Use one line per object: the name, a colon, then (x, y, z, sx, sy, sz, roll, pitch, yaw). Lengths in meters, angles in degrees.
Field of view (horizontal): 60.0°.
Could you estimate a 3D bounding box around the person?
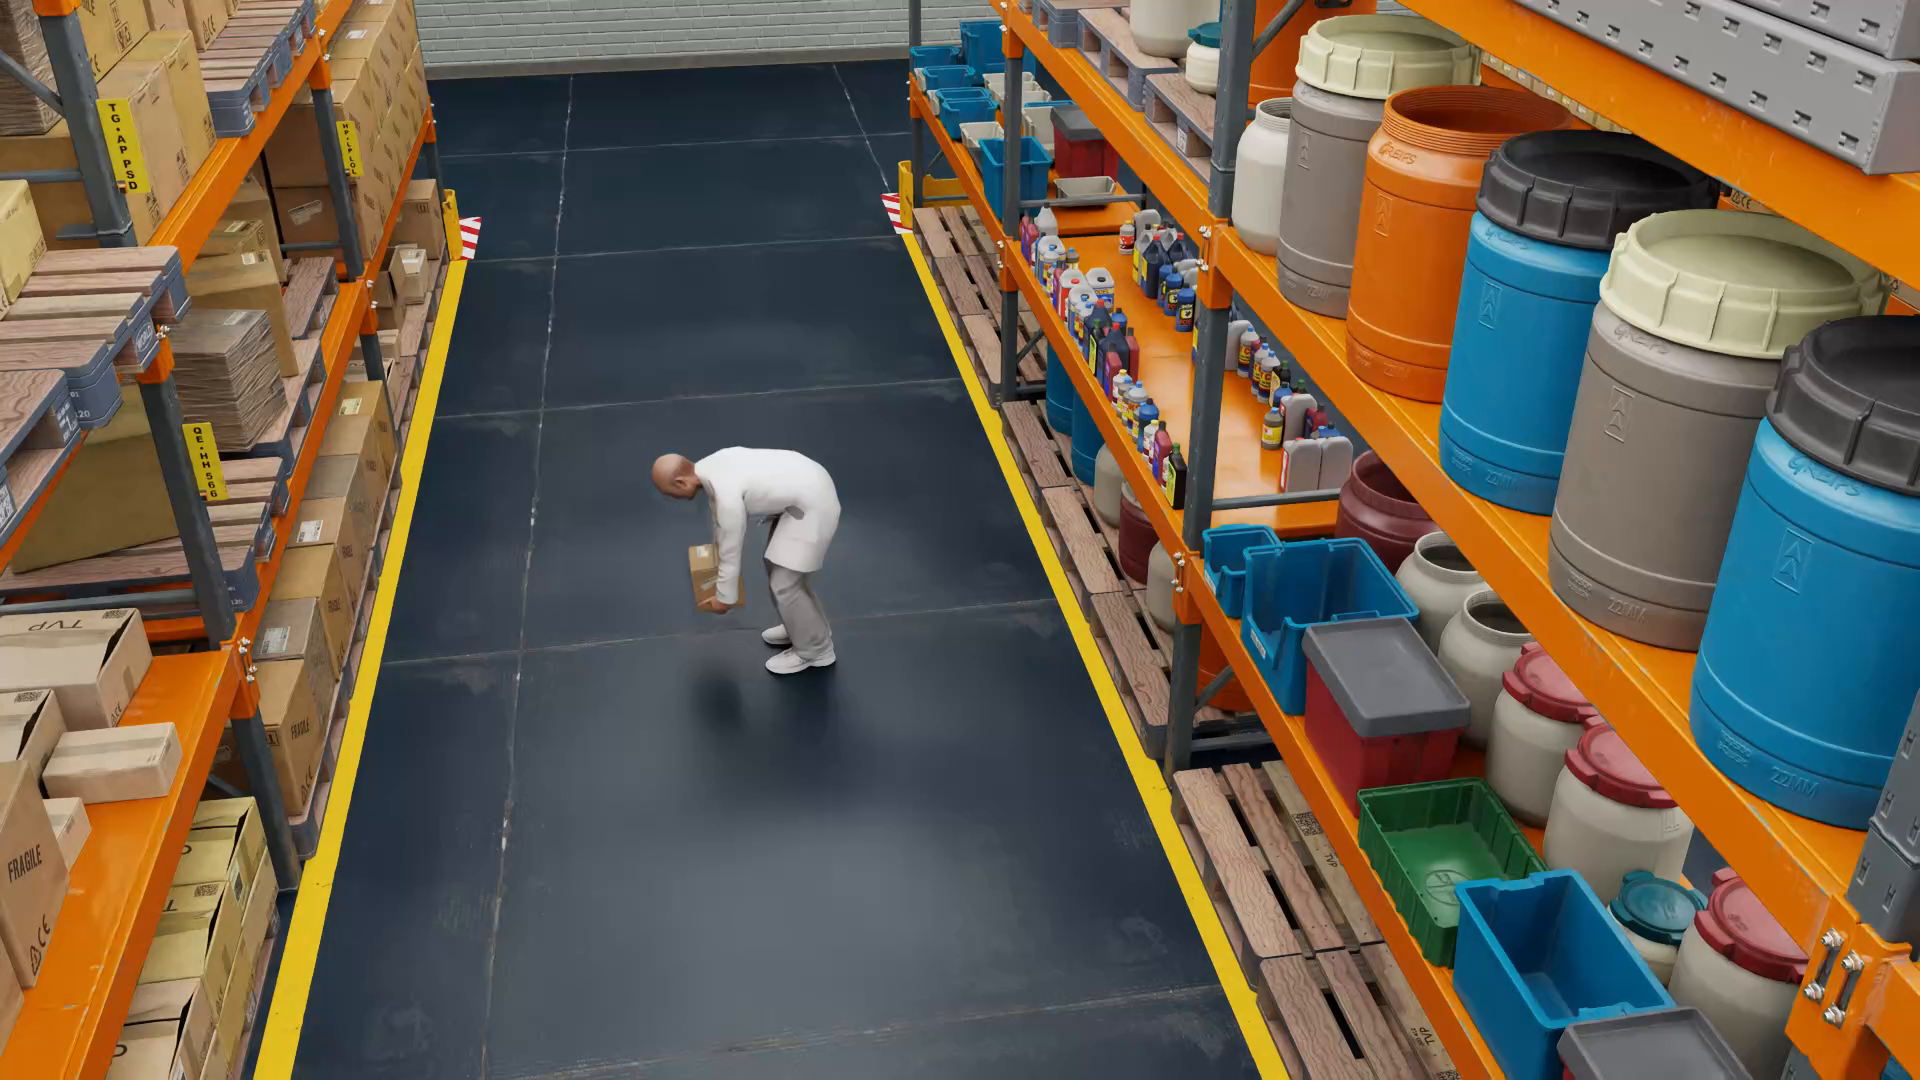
person: (-1.069, 0.097, 8.548, 0.929, 1.219, 0.559, -6, 31, -10)
